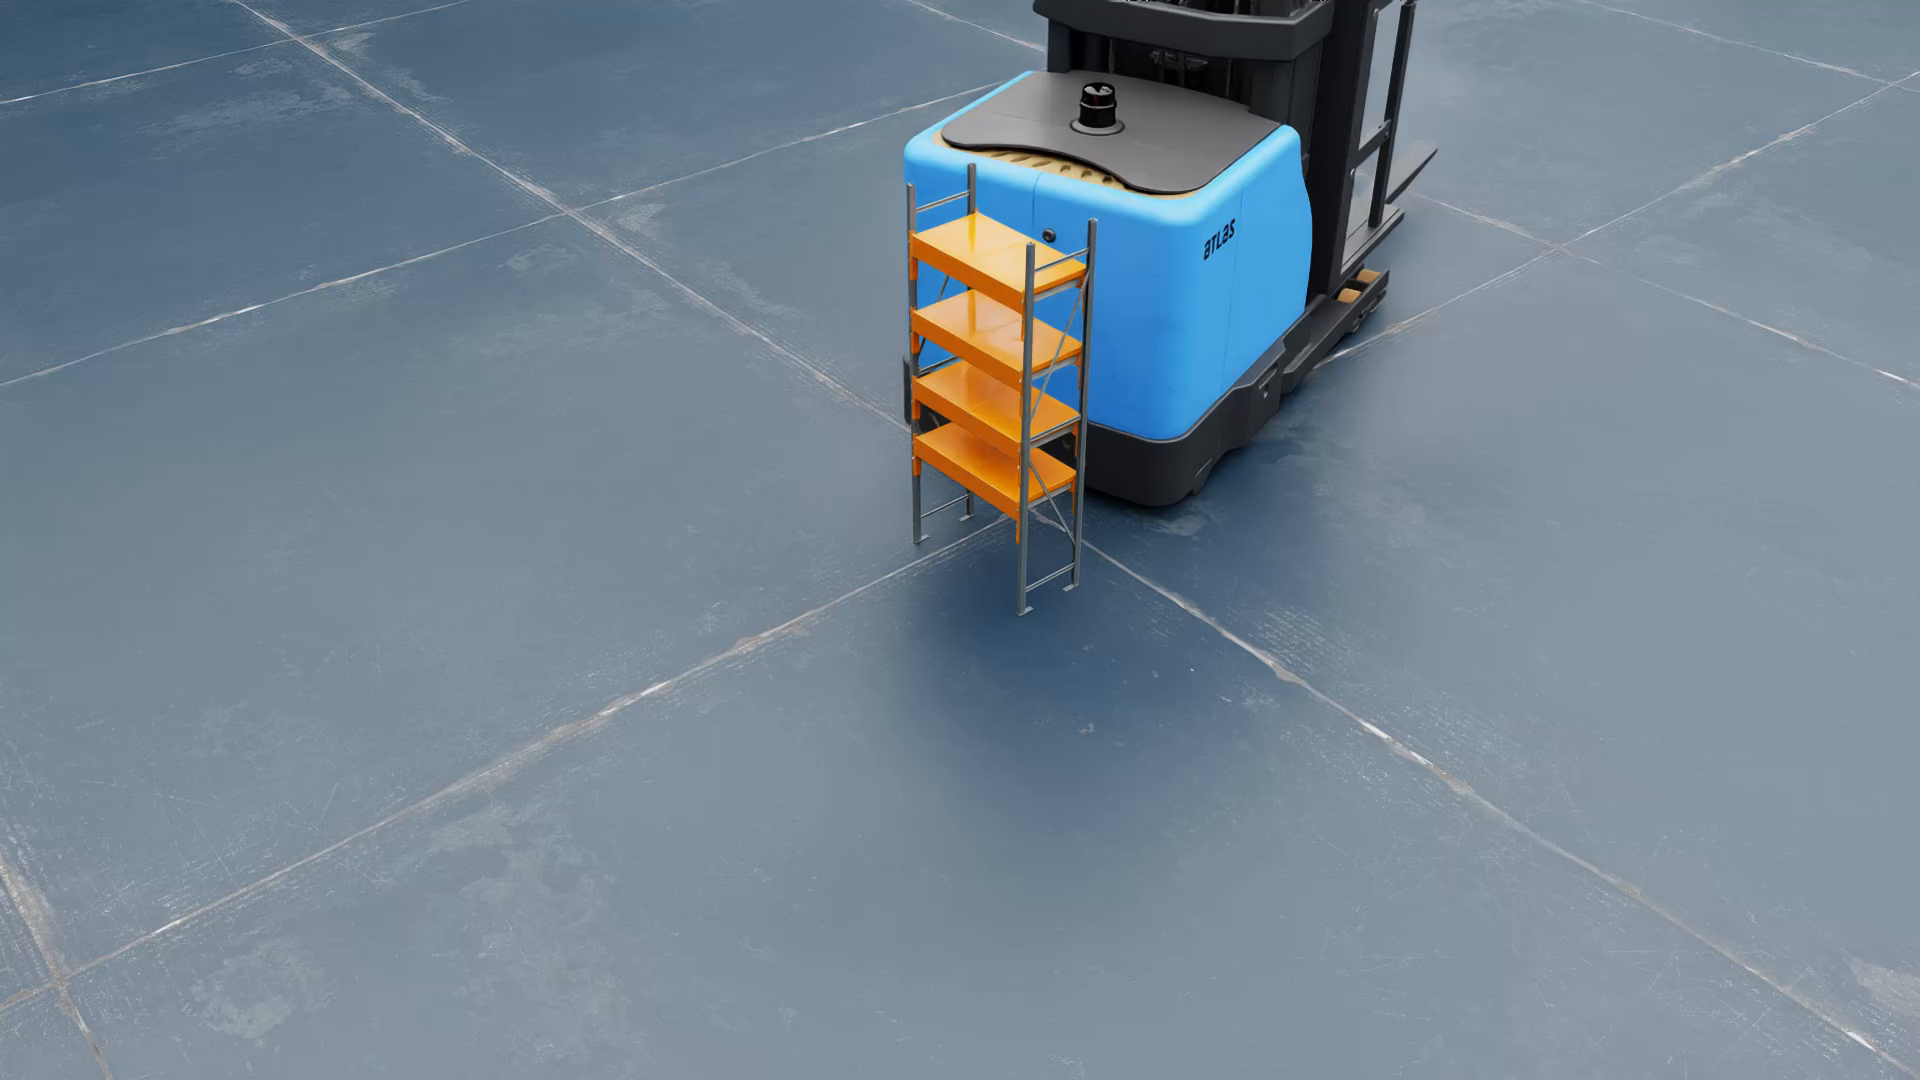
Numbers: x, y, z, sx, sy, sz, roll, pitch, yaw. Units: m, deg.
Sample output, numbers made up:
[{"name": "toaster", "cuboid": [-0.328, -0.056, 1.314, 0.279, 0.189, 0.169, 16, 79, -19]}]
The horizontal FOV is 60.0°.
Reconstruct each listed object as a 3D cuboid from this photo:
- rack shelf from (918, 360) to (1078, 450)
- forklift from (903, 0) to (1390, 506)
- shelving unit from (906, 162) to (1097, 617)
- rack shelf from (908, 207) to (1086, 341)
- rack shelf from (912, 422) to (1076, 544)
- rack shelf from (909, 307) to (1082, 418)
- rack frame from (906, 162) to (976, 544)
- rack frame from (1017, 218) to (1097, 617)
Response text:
[{"name": "rack shelf", "cuboid": [0.107, -0.394, 4.816, 0.221, 0.050, 0.457, -26, 43, -32]}, {"name": "forklift", "cuboid": [0.727, -1.828, 5.350, 1.129, 2.867, 1.939, 20, 40, 26]}, {"name": "shelving unit", "cuboid": [0.107, -0.417, 4.800, 0.258, 1.200, 0.503, -26, 43, -32]}, {"name": "rack shelf", "cuboid": [0.107, -0.737, 4.573, 0.258, 0.148, 0.480, -26, 43, -32]}, {"name": "rack shelf", "cuboid": [0.107, -0.200, 4.954, 0.258, 0.148, 0.480, -26, 43, -32]}, {"name": "rack shelf", "cuboid": [0.107, -0.544, 4.710, 0.258, 0.148, 0.480, -26, 43, -32]}, {"name": "rack frame", "cuboid": [-0.051, -0.524, 4.952, 0.240, 1.200, 0.015, -26, 43, -32]}, {"name": "rack frame", "cuboid": [0.264, -0.309, 4.648, 0.240, 1.200, 0.015, -26, 43, -32]}]
